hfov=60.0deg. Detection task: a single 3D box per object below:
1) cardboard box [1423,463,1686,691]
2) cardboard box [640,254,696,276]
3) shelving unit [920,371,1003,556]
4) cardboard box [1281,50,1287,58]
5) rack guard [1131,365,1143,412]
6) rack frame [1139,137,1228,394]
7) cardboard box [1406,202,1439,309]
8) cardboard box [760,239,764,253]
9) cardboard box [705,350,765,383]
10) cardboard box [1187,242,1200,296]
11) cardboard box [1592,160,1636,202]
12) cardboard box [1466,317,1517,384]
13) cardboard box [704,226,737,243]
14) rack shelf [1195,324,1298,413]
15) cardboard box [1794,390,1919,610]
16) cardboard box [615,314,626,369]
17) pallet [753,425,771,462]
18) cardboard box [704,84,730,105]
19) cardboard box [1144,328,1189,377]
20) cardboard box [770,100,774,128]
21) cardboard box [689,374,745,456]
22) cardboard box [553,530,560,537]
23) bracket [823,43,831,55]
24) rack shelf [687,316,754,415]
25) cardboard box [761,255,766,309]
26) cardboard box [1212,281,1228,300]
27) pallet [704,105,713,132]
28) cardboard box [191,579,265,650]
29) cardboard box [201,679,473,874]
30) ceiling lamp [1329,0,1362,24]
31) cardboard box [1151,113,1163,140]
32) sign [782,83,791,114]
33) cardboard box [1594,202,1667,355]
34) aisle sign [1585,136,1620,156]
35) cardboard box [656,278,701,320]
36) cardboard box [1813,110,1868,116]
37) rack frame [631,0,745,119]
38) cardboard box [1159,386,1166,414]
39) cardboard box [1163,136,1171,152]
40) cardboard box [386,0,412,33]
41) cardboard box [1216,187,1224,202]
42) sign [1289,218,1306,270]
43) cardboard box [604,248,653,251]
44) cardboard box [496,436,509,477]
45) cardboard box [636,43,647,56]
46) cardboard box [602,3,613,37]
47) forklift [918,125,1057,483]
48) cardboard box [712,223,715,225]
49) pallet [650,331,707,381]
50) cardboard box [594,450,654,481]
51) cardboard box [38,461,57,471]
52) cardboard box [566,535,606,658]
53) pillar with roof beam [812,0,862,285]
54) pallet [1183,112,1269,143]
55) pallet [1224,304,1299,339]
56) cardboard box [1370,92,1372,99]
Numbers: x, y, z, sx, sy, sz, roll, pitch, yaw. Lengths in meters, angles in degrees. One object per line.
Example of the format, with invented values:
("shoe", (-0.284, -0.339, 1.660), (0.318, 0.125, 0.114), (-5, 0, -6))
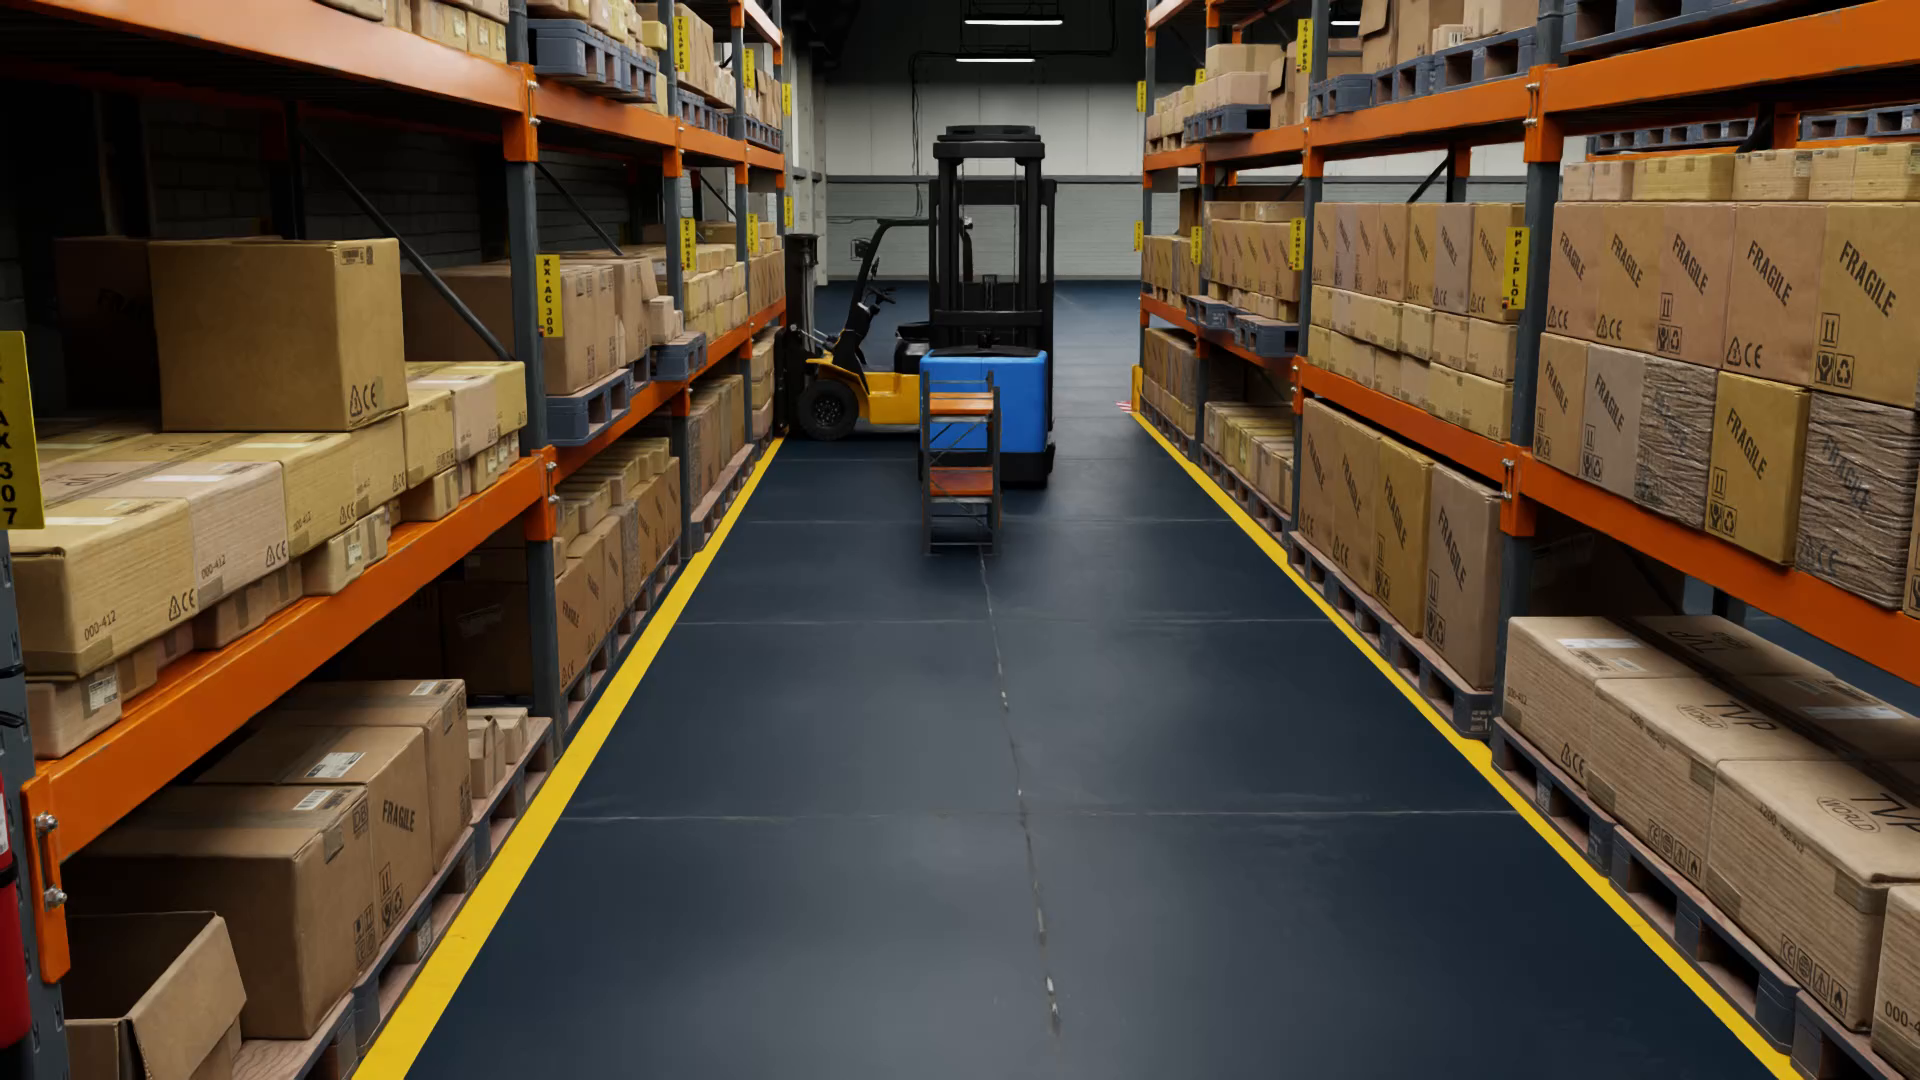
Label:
("cardboard box", (2.685, 0.146, 7.583), (0.875, 0.875, 0.875), (0, 11, 1))
("cardboard box", (-2.017, -1.876, 11.380), (0.380, 0.149, 0.250), (0, 11, 0))
("shelving unit", (0.000, -0.550, 11.441), (0.538, 1.125, 1.048), (0, 11, -1))
("cardboard box", (2.752, -3.890, 13.706), (0.500, 0.250, 0.500), (0, 11, 0))
("rack guard", (2.532, -1.712, 18.740), (1.175, 0.500, 0.348), (0, 11, -1))
("rack frame", (2.530, -2.952, 18.566), (1.000, 3.000, 0.127), (0, 11, -1))
("cardboard box", (2.509, -1.397, 8.135), (0.500, 0.500, 0.500), (0, 11, 1))
("cardboard box", (-2.091, -2.822, 16.040), (0.380, 0.149, 0.250), (-1, 11, -3))
("cardboard box", (-2.046, -1.582, 15.155), (0.500, 0.250, 0.500), (0, 11, -2))
("cardboard box", (2.355, -2.439, 15.037), (0.500, 0.500, 0.500), (-1, 11, -3))
("cardboard box", (2.547, -1.309, 6.069), (0.380, 0.149, 0.250), (0, 11, 0))
("cardboard box", (2.526, -0.825, 7.200), (0.500, 0.250, 0.500), (0, 11, -1))
("cardboard box", (-2.060, -2.713, 14.757), (0.380, 0.149, 0.250), (0, 11, 0))
("rack shelf", (2.654, -1.407, 12.758), (1.077, 0.370, 4.000), (0, 11, -1))
("cardboard box", (2.570, -0.117, 4.342), (0.500, 0.500, 0.500), (0, 11, 0))
("cardboard box", (-1.829, -0.963, 8.044), (0.396, 0.266, 0.258), (0, 11, 2))
("pallet", (-2.324, -0.928, 15.600), (1.003, 0.211, 1.213), (0, 11, -1))
("cardboard box", (-2.023, -3.520, 13.146), (0.380, 0.149, 0.250), (0, 11, -1))
("cardboard box", (2.271, -2.012, 17.904), (0.500, 0.500, 0.500), (-1, 11, -3))
("cardboard box", (-2.106, -4.376, 17.071), (0.396, 0.266, 0.258), (0, 11, -1))
("cardboard box", (-2.328, -1.074, 14.226), (0.875, 0.625, 0.625), (0, 11, 1))
("cardboard box", (-2.009, 0.029, 7.473), (0.380, 0.149, 0.250), (-1, 11, -3))
("bracket", (-3.522, -12.863, 43.278), (0.076, 0.066, 4.783), (0, 11, -1))
("rack shelf", (-2.308, -1.386, 12.654), (1.077, 0.370, 4.000), (0, 11, -1))
("cardboard box", (-2.137, -2.478, 15.979), (0.500, 0.500, 0.500), (0, 11, -2))
("cardboard box", (2.305, -2.079, 13.837), (0.380, 0.149, 0.250), (0, 11, 0))
("pallet", (-2.397, -3.075, 12.102), (1.003, 0.211, 1.213), (0, 11, 1))
("cardboard box", (-1.870, 0.153, 3.891), (0.380, 0.149, 0.250), (0, 11, 1))
("cardboard box", (-2.020, 0.770, 5.448), (0.700, 0.500, 0.500), (-1, 11, -3))
("ceiling lamp", (8.466, -12.024, 33.513), (2.000, 3.185, 0.800), (0, 11, -1))
("cardboard box", (2.275, -4.293, 17.261), (0.500, 0.250, 0.500), (0, 11, -2))
("sign", (-1.890, -4.796, 18.081), (0.100, 0.325, 0.005), (0, 11, -1))
("cardboard box", (2.550, -0.910, 5.732), (0.500, 0.500, 0.500), (0, 11, -2))
("aisle sign", (7.176, -4.279, 18.570), (0.394, 0.787, 0.004), (0, 11, -1))
("cardboard box", (-2.007, -1.601, 11.028), (0.500, 0.250, 0.500), (0, 11, -1))
("cardboard box", (7.892, -3.873, 14.884), (0.380, 0.149, 0.250), (0, 11, -2))
("rack frame", (-2.350, -5.076, 13.946), (1.000, 3.000, 0.127), (0, 11, -1))
("cardboard box", (2.297, -1.439, 16.967), (0.500, 0.250, 0.500), (1, 11, 3))
("cardboard box", (2.243, -3.975, 16.695), (0.380, 0.149, 0.250), (0, 11, -1))
("cardboard box", (-1.906, -1.618, 5.078), (0.380, 0.149, 0.250), (0, 11, 1))
("cardboard box", (2.849, -3.132, 15.937), (0.700, 0.500, 0.500), (0, 11, -2))
("sign", (2.153, -1.886, 10.600), (0.100, 0.325, 0.005), (0, 11, -1))
("cardboard box", (-2.583, -2.178, 12.869), (0.380, 0.149, 0.250), (0, 11, -2))
("cardboard box", (-1.898, -0.308, 6.167), (0.380, 0.149, 0.250), (0, 11, 0))
("cardboard box", (-2.033, -2.812, 9.703), (0.380, 0.149, 0.250), (-1, 11, -2))
("cardboard box", (-1.816, -2.411, 7.680), (0.380, 0.149, 0.250), (0, 11, -2))
("forklift", (0.295, -2.148, 14.775), (1.130, 2.935, 3.031), (1, 12, 5))
("cardboard box", (-2.636, -3.068, 16.508), (0.380, 0.149, 0.250), (0, 11, -1))
("pallet", (-2.183, -1.112, 9.979), (1.213, 0.211, 1.003), (0, 11, -1))
("cardboard box", (-2.006, -0.436, 9.761), (0.380, 0.149, 0.250), (-1, 11, -3))
("cardboard box", (-2.386, -0.016, 3.720), (0.500, 0.250, 0.500), (0, 11, -1))
("cardboard box", (-1.990, 0.271, 7.911), (0.500, 0.500, 0.500), (0, 11, -2))
("pillar with roof beam", (0.365, -11.710, 46.647), (9.100, 9.000, 0.548), (0, 11, -1))
("pallet", (2.519, -3.412, 13.760), (1.213, 0.211, 1.003), (0, 11, -1))
("pallet", (2.614, -1.661, 12.685), (1.003, 0.211, 1.213), (0, 11, -1))
("cardboard box", (2.854, -2.880, 11.005), (0.396, 0.266, 0.258), (0, 11, -1))
